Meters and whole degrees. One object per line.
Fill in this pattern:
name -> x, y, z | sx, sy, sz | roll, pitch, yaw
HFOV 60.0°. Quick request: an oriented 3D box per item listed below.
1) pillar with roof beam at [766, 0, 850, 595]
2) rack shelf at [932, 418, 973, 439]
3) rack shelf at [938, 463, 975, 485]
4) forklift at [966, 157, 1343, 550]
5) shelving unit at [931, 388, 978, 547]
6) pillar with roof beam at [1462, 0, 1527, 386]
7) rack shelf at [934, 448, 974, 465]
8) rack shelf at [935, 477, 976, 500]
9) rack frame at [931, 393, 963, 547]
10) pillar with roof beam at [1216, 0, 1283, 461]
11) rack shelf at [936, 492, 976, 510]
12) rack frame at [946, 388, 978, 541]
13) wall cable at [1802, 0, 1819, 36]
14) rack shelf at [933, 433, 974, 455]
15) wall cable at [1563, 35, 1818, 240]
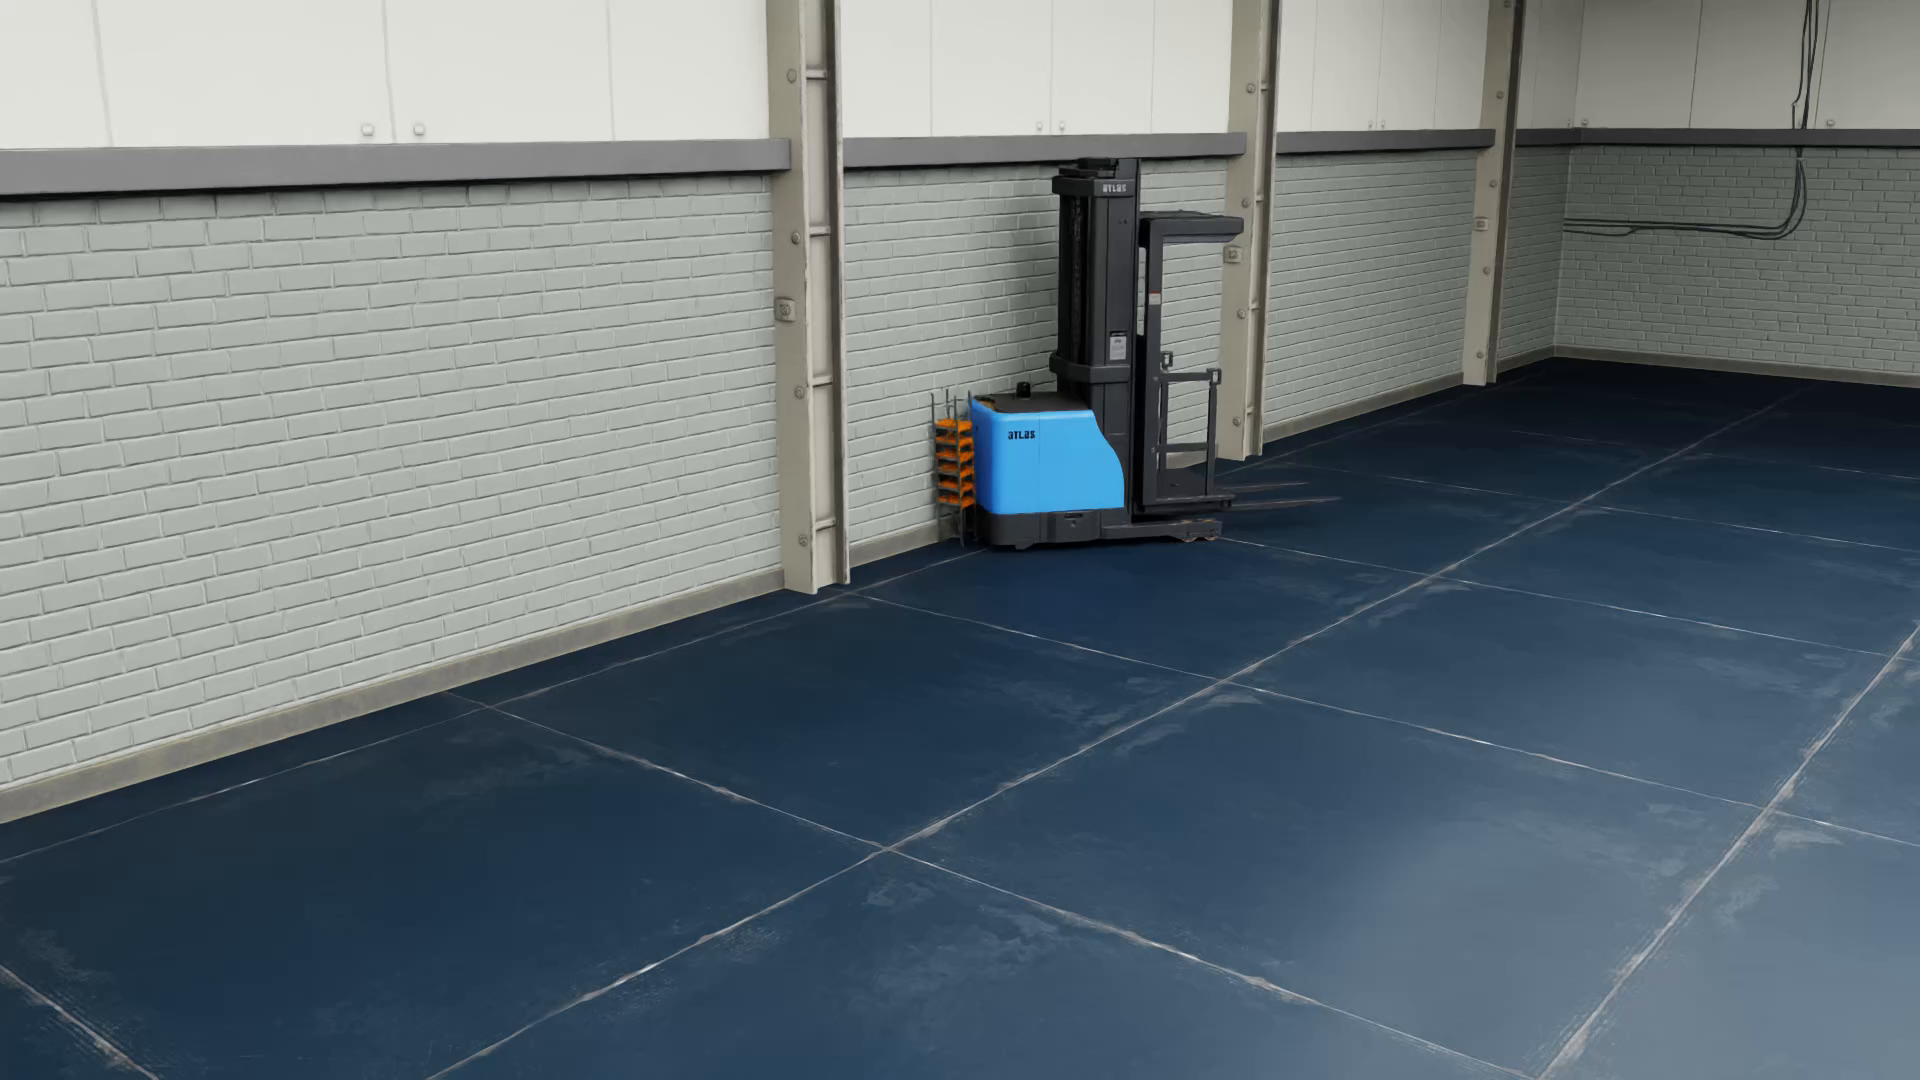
pillar with roof beam -> 2.322, -3.374, 8.129 | 9.100, 9.000, 0.400 | 11, 18, 38
rack shelf -> -0.055, -0.856, 12.749 | 0.258, 0.103, 0.180 | 11, 22, 36
rack shelf -> -0.039, -0.513, 12.859 | 0.258, 0.103, 0.180 | 11, 22, 36
forklift -> 1.571, -1.525, 13.172 | 3.031, 2.935, 1.130 | -4, 15, -15
shelving unit -> -0.041, -0.556, 12.845 | 0.258, 1.200, 0.189 | 11, 22, 36
pillar with roof beam -> 9.865, -5.673, 17.176 | 9.100, 9.000, 0.400 | 11, 18, 38
rack shelf -> -0.045, -0.628, 12.822 | 0.258, 0.103, 0.180 | 11, 22, 36
rack shelf -> -0.034, -0.399, 12.896 | 0.258, 0.103, 0.180 | 11, 22, 36
rack frame -> -0.097, -0.531, 12.777 | 0.240, 1.200, 0.006 | 11, 22, 36
pillar with roof beam -> 6.093, -4.523, 12.653 | 9.100, 9.000, 0.400 | 11, 18, 38
rack shelf -> -0.028, -0.285, 12.932 | 0.258, 0.103, 0.180 | 11, 22, 36
rack frame -> 0.014, -0.580, 12.914 | 0.240, 1.200, 0.006 | 11, 22, 36
wall cable -> 11.500, -7.222, 19.326 | 3.097, 2.526, 0.112 | 11, 18, 38
rack shelf -> -0.050, -0.742, 12.785 | 0.258, 0.103, 0.180 | 11, 22, 36
wall cable -> 9.396, -5.193, 21.596 | 3.097, 2.526, 0.112 | 11, 18, 38
